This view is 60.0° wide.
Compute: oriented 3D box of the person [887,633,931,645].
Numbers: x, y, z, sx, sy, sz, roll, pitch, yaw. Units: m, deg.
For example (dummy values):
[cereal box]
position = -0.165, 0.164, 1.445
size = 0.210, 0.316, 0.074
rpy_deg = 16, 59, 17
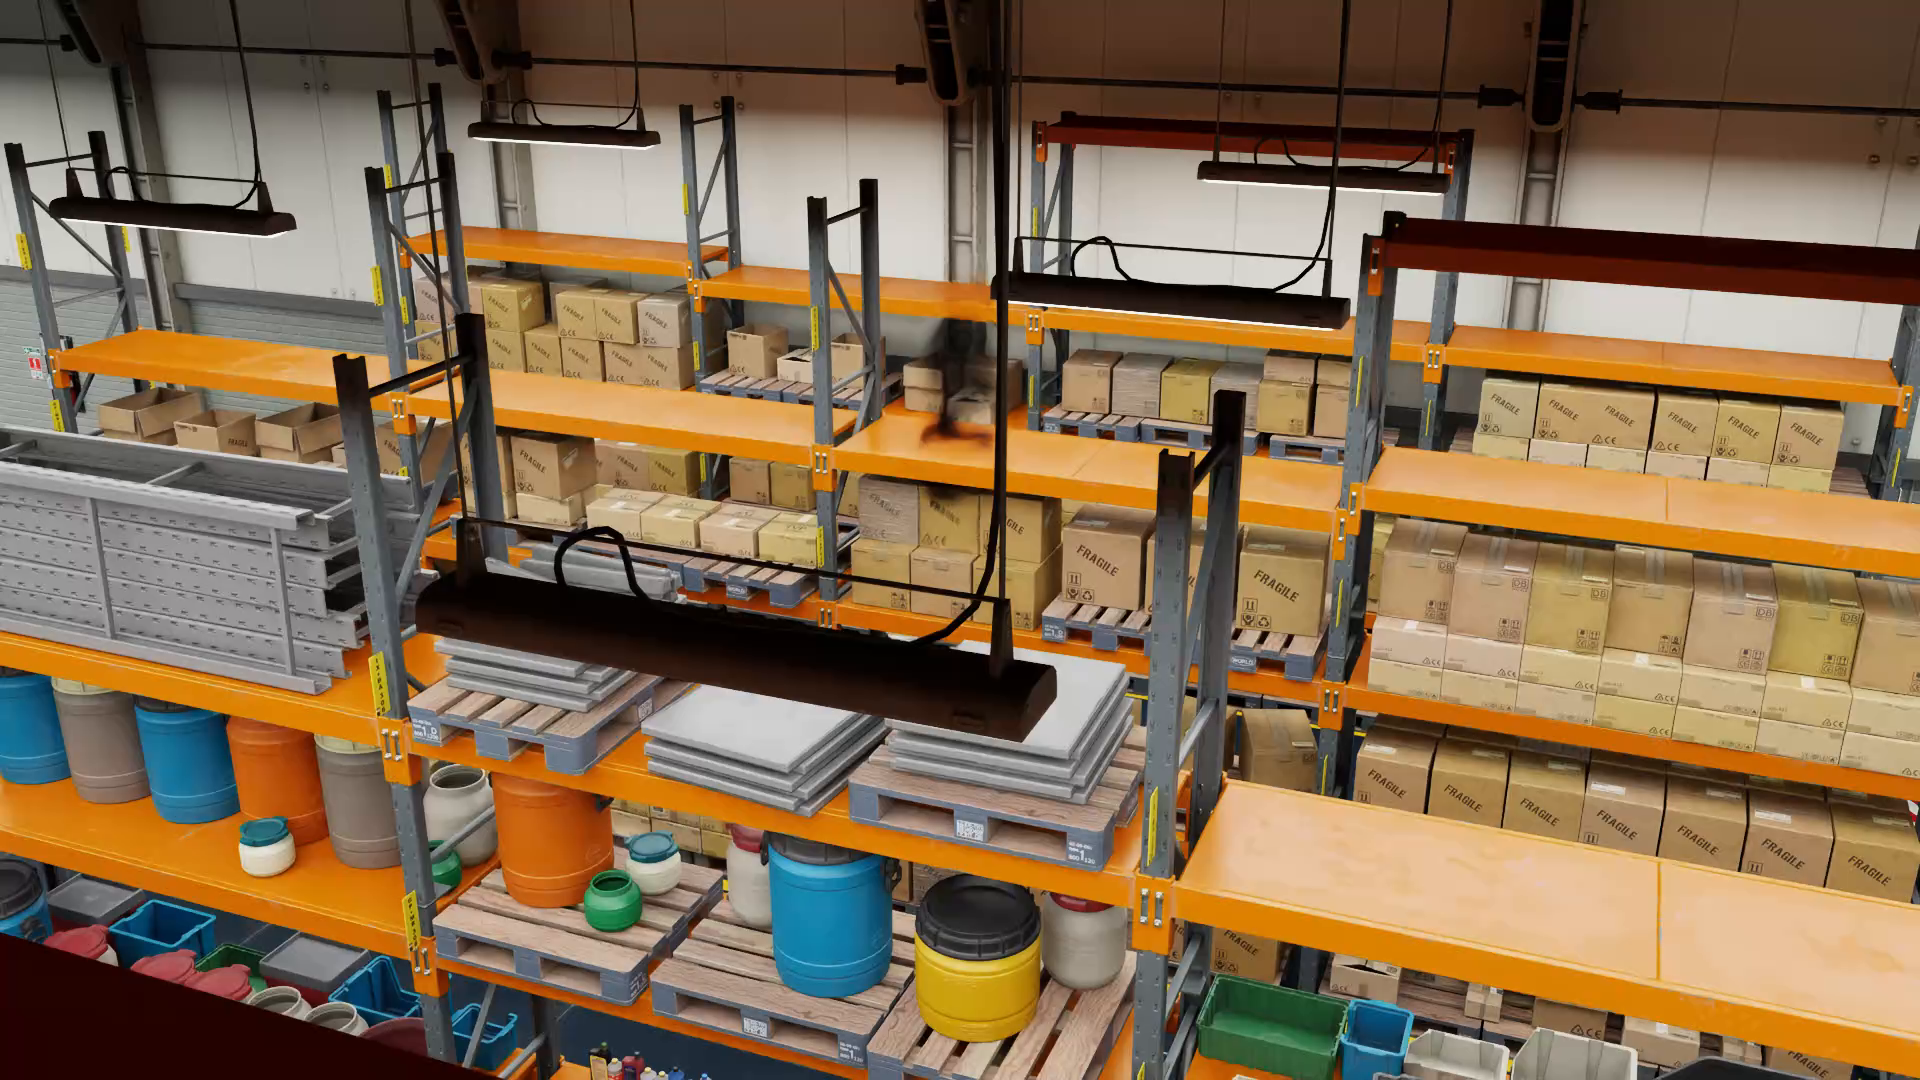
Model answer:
[person]
position = -0.553, 1.427, 16.219
size = 0.883, 1.717, 0.559
rpy_deg = 3, 21, 9
